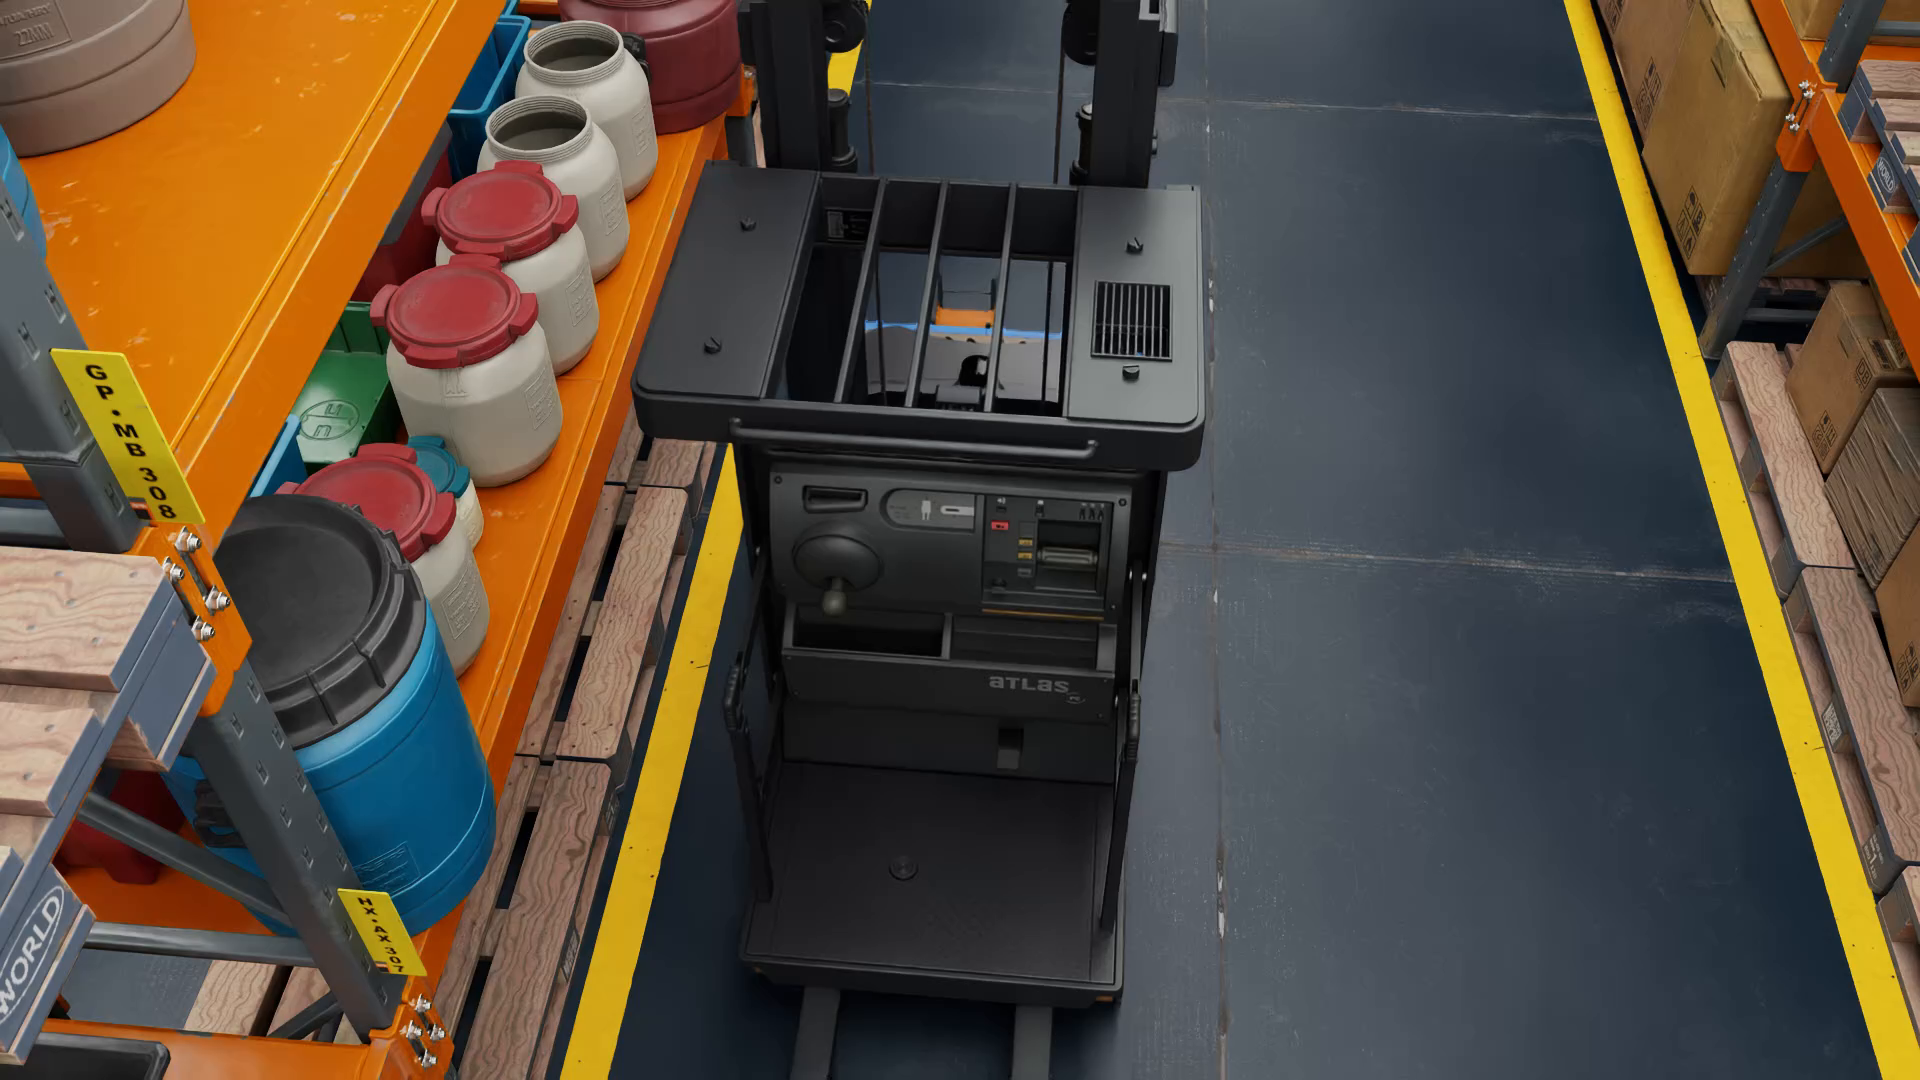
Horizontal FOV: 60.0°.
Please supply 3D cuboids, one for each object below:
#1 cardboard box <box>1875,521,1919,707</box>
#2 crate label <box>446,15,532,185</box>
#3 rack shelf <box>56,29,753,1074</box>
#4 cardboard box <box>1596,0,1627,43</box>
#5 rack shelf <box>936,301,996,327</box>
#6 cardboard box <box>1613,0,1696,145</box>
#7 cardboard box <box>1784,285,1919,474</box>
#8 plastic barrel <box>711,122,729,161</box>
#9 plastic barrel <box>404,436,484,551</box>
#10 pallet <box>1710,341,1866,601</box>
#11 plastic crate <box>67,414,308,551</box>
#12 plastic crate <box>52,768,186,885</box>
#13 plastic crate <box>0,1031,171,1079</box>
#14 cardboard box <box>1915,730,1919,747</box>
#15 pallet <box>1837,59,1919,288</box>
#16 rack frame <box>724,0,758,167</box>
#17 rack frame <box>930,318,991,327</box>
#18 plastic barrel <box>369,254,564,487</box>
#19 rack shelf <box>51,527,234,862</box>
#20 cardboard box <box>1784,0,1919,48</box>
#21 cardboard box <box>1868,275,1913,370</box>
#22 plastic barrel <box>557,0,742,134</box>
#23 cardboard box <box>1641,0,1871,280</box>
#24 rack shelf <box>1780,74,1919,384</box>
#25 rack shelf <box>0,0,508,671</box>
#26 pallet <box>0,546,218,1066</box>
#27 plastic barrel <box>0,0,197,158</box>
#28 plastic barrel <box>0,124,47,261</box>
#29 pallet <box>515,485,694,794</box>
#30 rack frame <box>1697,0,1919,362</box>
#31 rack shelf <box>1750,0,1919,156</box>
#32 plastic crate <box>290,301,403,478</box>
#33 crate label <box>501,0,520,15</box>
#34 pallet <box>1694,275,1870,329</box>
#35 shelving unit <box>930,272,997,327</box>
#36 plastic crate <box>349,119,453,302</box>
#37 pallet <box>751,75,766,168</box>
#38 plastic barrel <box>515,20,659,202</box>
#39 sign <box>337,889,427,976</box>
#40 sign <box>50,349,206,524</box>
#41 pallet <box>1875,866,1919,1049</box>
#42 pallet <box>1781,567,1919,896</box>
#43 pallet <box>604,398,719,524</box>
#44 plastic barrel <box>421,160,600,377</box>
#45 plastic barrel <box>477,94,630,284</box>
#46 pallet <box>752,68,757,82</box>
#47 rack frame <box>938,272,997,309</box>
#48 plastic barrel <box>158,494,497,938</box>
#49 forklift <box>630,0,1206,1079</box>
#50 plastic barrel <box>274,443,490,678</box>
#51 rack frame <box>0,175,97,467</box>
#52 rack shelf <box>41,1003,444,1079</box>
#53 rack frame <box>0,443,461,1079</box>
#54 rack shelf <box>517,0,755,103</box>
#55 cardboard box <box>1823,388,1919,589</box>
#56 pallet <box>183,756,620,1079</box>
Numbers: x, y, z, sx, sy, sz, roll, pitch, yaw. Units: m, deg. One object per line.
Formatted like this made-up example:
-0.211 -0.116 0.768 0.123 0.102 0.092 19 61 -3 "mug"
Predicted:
3.478 0.241 5.393 0.700 0.500 0.500 7 48 7 "cardboard box"
-1.690 -1.406 5.480 0.502 0.435 0.616 4 48 4 "crate label"
-1.512 -0.394 5.065 1.077 0.370 4.000 4 48 4 "rack shelf"
3.848 -3.009 8.125 1.225 0.875 0.875 2 48 2 "cardboard box"
0.013 -0.644 5.757 0.215 0.259 0.240 4 48 4 "rack shelf"
3.775 -2.358 7.529 1.225 0.875 0.875 4 48 4 "cardboard box"
3.561 -0.584 6.148 0.700 0.500 0.500 2 48 1 "cardboard box"
-1.303 -1.876 7.119 0.600 0.830 0.708 4 48 4 "plastic barrel"
-1.421 -0.083 4.387 0.301 0.262 0.301 0 48 0 "plastic barrel"
3.529 -0.258 6.343 1.003 0.211 1.213 4 48 4 "pallet"
-1.904 0.007 4.222 0.392 0.384 0.575 4 48 4 "plastic crate"
-1.955 0.435 3.776 0.402 0.464 0.583 4 48 4 "plastic crate"
-1.869 1.230 3.134 0.767 0.338 0.504 4 48 4 "plastic crate"
3.428 0.651 5.018 0.700 0.500 0.500 0 48 0 "cardboard box"
3.643 -1.178 5.424 1.213 0.211 1.003 4 48 4 "pallet"
-1.330 -2.106 6.144 1.000 3.000 0.127 4 48 4 "rack frame"
0.002 -0.370 5.877 0.200 1.050 0.008 4 48 4 "rack frame"
-1.322 -0.440 4.528 0.433 0.535 0.433 0 48 0 "plastic barrel"
-1.877 1.533 1.270 1.077 0.370 4.000 4 48 4 "rack shelf"
3.400 -2.186 6.149 0.500 0.500 0.500 5 48 5 "cardboard box"
3.571 -0.837 5.870 0.500 0.250 0.500 6 48 5 "cardboard box"
-1.071 -1.791 5.763 0.600 0.536 0.708 4 48 4 "plastic barrel"
3.686 -1.704 6.931 1.225 0.875 0.875 2 48 2 "cardboard box"
3.420 -0.061 4.760 1.077 0.370 4.000 4 48 4 "rack shelf"
-1.512 -1.406 3.958 1.077 0.370 4.000 4 48 4 "rack shelf"
-1.663 0.421 1.927 1.213 0.211 1.003 4 48 4 "pallet"
-1.805 -1.217 2.958 0.600 0.901 0.600 0 48 0 "plastic barrel"
-1.865 -0.737 2.519 0.600 0.901 0.708 4 48 4 "plastic barrel"
-1.553 0.295 5.837 1.003 0.211 1.213 4 48 4 "pallet"
3.602 -1.773 5.839 1.000 3.000 0.127 4 48 4 "rack frame"
3.784 -3.000 7.449 1.077 0.370 4.000 4 48 4 "rack shelf"
-1.817 -0.394 4.721 0.450 0.188 0.662 4 48 4 "plastic crate"
-1.742 -1.766 5.945 0.303 0.233 0.416 4 48 4 "crate label"
3.749 -1.406 7.393 1.003 0.211 1.213 4 48 4 "pallet"
0.013 -0.460 5.959 0.215 1.050 0.252 4 48 4 "shelving unit"
-1.782 -0.961 5.053 0.402 0.464 0.583 4 48 4 "plastic crate"
-1.300 -1.747 7.705 1.003 0.211 1.213 4 48 4 "pallet"
-1.211 -1.374 5.398 0.421 0.512 0.421 0 48 0 "plastic barrel"
-1.148 0.785 3.312 0.100 0.325 0.005 4 48 4 "sign"
-1.148 -0.137 2.304 0.100 0.325 0.005 4 48 4 "sign"
3.307 1.535 4.703 1.003 0.211 1.213 4 48 4 "pallet"
3.416 0.636 5.525 1.003 0.211 1.213 4 48 4 "pallet"
-1.439 -0.599 6.654 1.003 0.211 1.213 4 48 4 "pallet"
-1.283 -0.758 4.819 0.433 0.535 0.433 0 48 0 "plastic barrel"
-1.250 -1.064 5.115 0.421 0.512 0.421 0 48 0 "plastic barrel"
-1.186 -2.641 8.523 1.003 0.211 1.213 4 48 4 "pallet"
0.024 -0.549 6.041 0.200 1.050 0.008 4 48 4 "rack frame"
-1.358 0.400 3.511 0.600 0.901 0.708 4 48 4 "plastic barrel"
-0.047 0.120 4.154 1.130 2.935 3.031 4 48 4 "forklift"
-1.389 0.099 4.035 0.433 0.535 0.433 0 48 0 "plastic barrel"
-1.695 -1.192 1.242 1.000 3.000 0.127 4 48 4 "rack frame"
-1.877 2.545 2.377 1.077 0.370 4.000 4 48 4 "rack shelf"
-1.695 0.833 3.455 1.000 3.000 0.127 4 48 4 "rack frame"
-1.148 -3.333 7.753 1.077 0.370 4.000 4 48 4 "rack shelf"
3.523 -0.176 5.774 0.700 0.500 0.500 0 48 0 "cardboard box"
-1.662 1.194 5.015 1.003 0.211 1.213 4 48 4 "pallet"
